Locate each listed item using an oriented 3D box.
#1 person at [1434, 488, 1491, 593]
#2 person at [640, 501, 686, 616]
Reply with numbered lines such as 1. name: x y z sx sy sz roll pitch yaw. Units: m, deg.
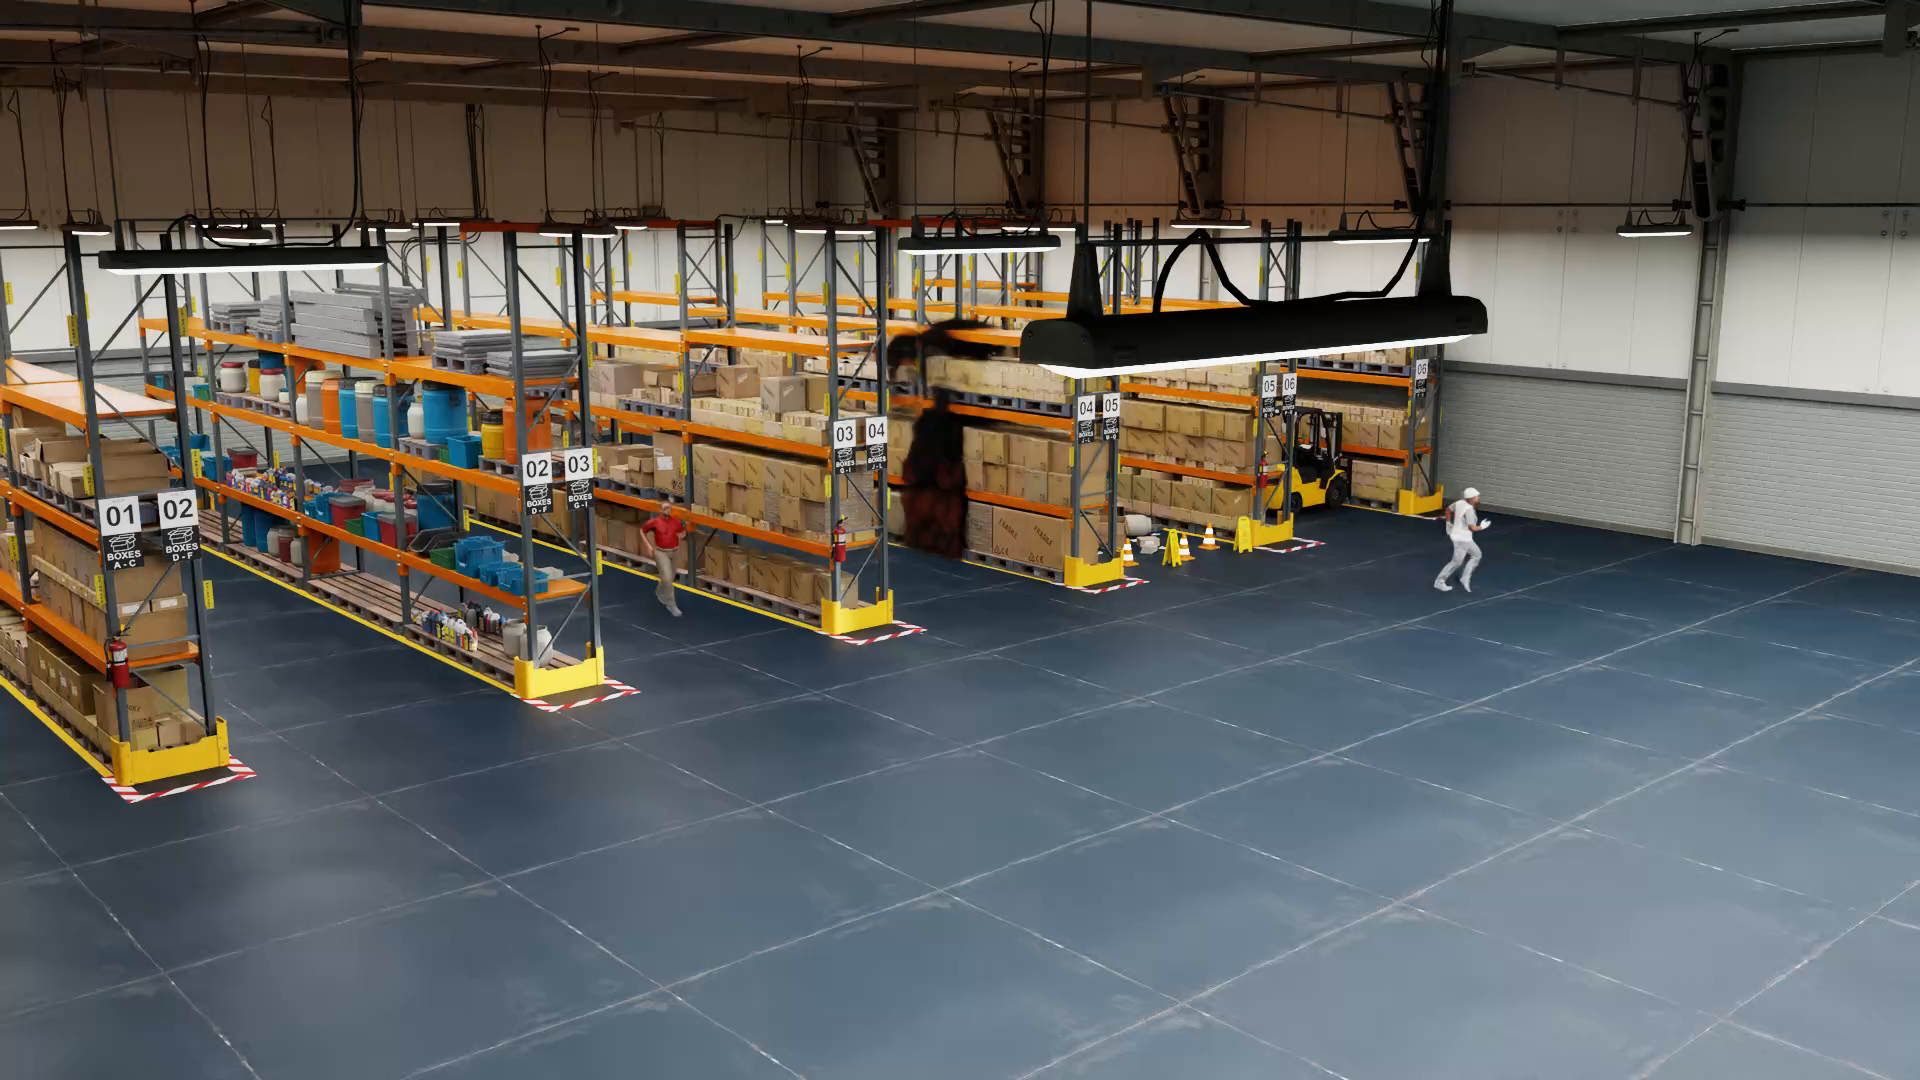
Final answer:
1. person: 8.255 0.014 27.318 0.832 1.779 0.715 1 11 6
2. person: -4.618 0.251 26.178 0.656 1.744 0.954 -10 15 -41
